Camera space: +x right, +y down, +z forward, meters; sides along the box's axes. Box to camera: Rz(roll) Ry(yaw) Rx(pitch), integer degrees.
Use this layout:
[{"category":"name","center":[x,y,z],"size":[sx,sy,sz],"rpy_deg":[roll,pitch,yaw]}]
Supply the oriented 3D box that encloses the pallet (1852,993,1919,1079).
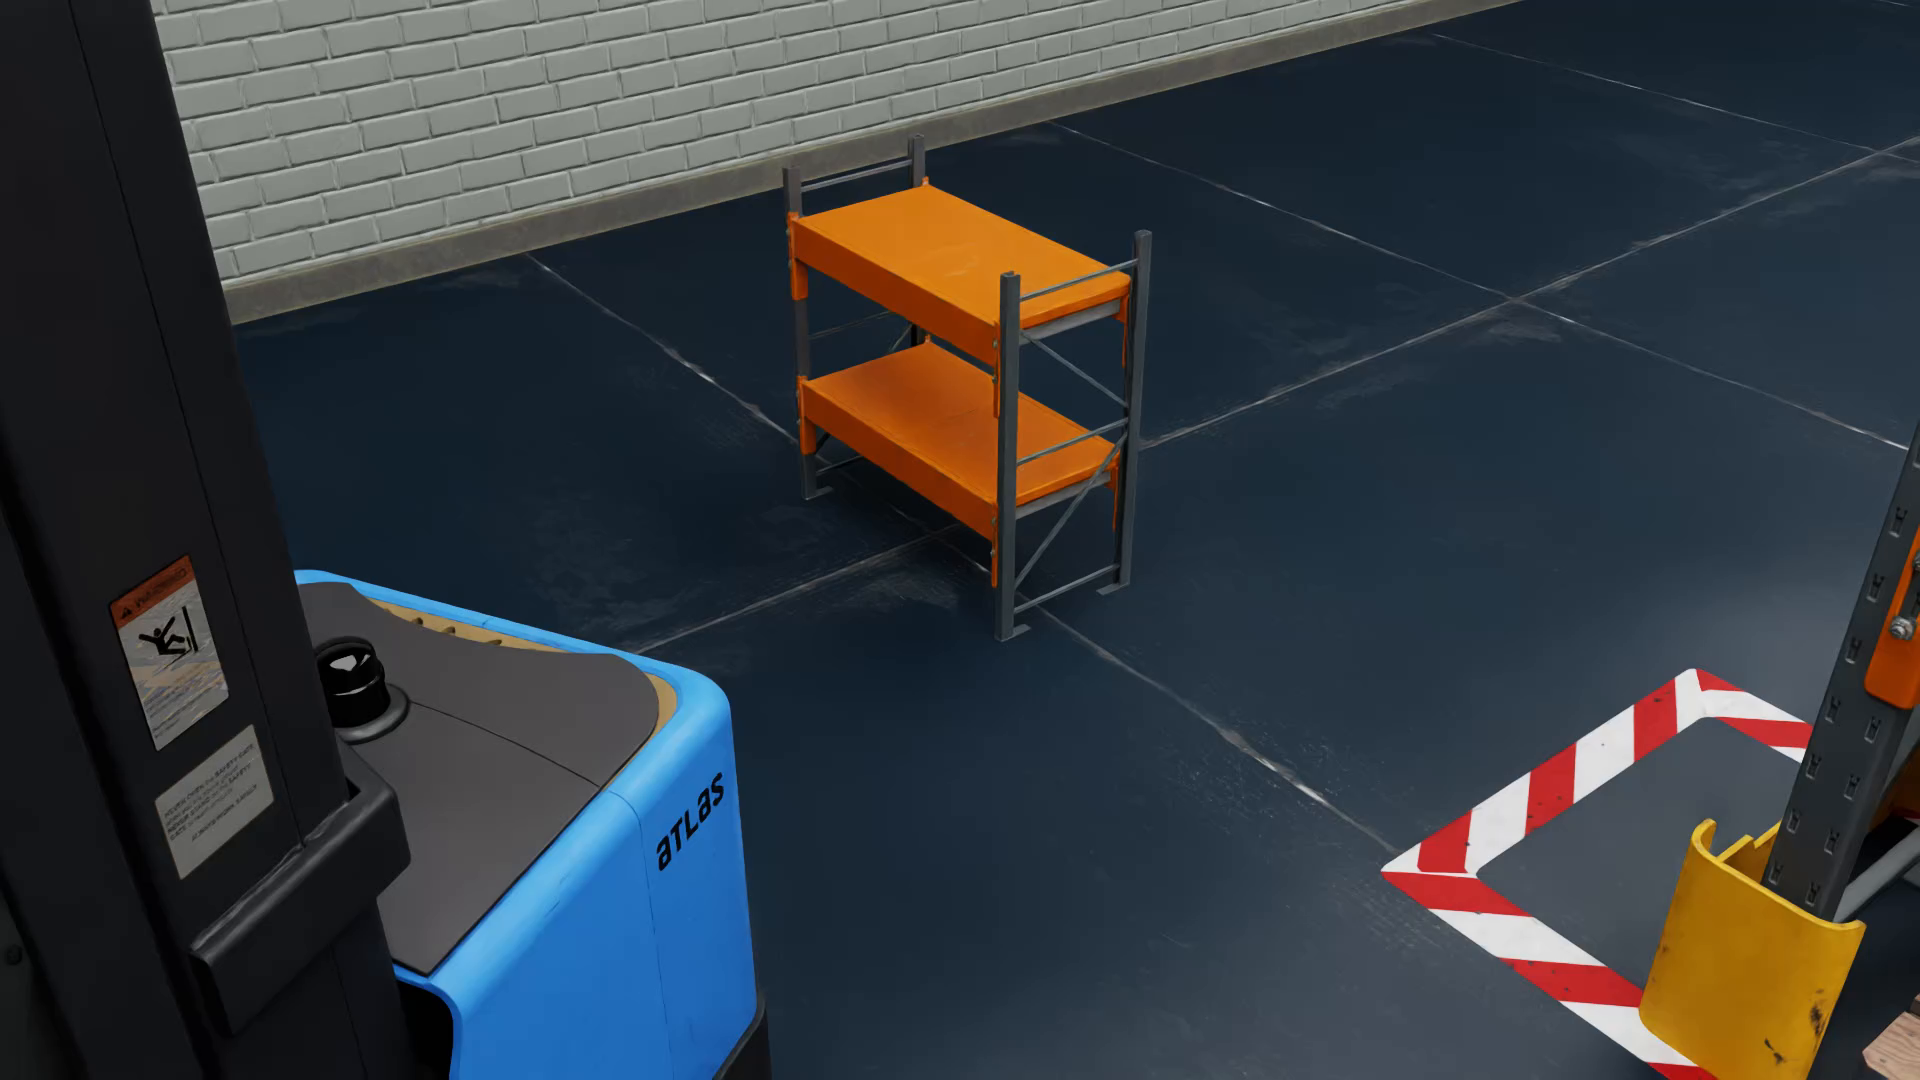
[{"category":"pallet","center":[2.507,1.182,3.146],"size":[1.003,0.211,1.213],"rpy_deg":[-22,38,-31]}]

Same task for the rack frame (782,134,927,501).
[{"category":"rack frame","center":[-0.316,-0.693,5.299],"size":[0.500,1.125,0.032],"rpy_deg":[-22,38,-31]}]

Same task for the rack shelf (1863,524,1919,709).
[{"category":"rack shelf","center":[3.259,0.781,1.832],"size":[1.077,0.370,4.000],"rpy_deg":[-22,38,-31]}]

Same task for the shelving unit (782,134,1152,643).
[{"category":"shelving unit","center":[-0.004,-0.481,4.958],"size":[0.538,1.125,1.048],"rpy_deg":[-22,38,-31]}]

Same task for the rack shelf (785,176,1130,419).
[{"category":"rack shelf","center":[-0.004,-0.729,4.803],"size":[0.538,0.278,1.000],"rpy_deg":[-22,38,-31]}]

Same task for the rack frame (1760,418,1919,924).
[{"category":"rack frame","center":[2.032,-0.359,2.984],"size":[1.000,3.000,0.127],"rpy_deg":[-22,38,-31]}]

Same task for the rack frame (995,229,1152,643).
[{"category":"rack frame","center":[0.308,-0.269,4.617],"size":[0.500,1.125,0.032],"rpy_deg":[-22,38,-31]}]

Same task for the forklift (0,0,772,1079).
[{"category":"forklift","center":[-1.418,0.518,1.637],"size":[1.130,2.935,3.031],"rpy_deg":[13,34,19]}]

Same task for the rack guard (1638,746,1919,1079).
[{"category":"rack guard","center":[2.007,0.698,3.653],"size":[1.175,0.500,0.348],"rpy_deg":[-22,38,-31]}]

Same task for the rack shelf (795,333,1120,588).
[{"category":"rack shelf","center":[-0.004,-0.273,5.087],"size":[0.538,0.278,1.000],"rpy_deg":[-22,38,-31]}]
